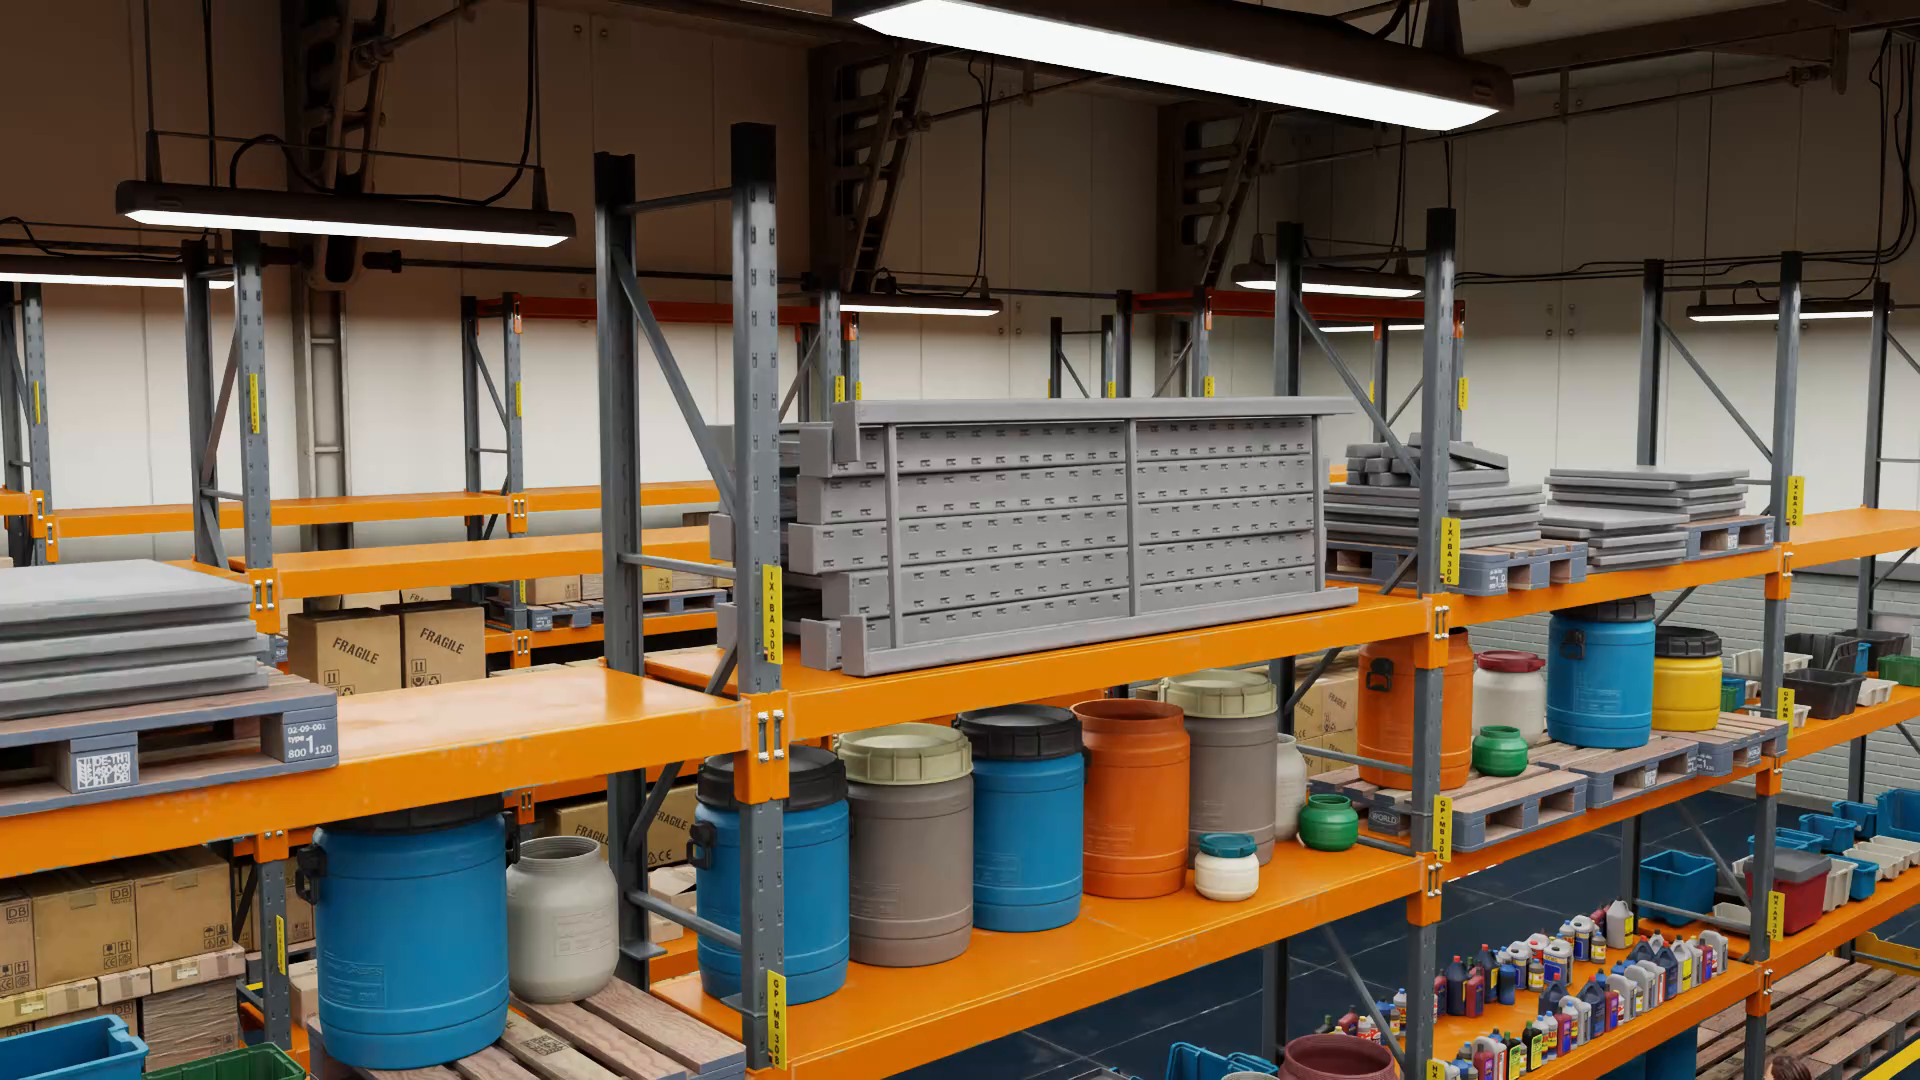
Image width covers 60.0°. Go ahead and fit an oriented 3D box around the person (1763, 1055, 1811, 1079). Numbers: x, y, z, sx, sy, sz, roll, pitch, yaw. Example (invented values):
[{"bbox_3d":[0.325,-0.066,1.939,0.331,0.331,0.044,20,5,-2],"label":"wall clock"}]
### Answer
[{"bbox_3d":[4.247,3.508,8.692,0.376,1.676,0.483,2,6,22],"label":"person"}]
